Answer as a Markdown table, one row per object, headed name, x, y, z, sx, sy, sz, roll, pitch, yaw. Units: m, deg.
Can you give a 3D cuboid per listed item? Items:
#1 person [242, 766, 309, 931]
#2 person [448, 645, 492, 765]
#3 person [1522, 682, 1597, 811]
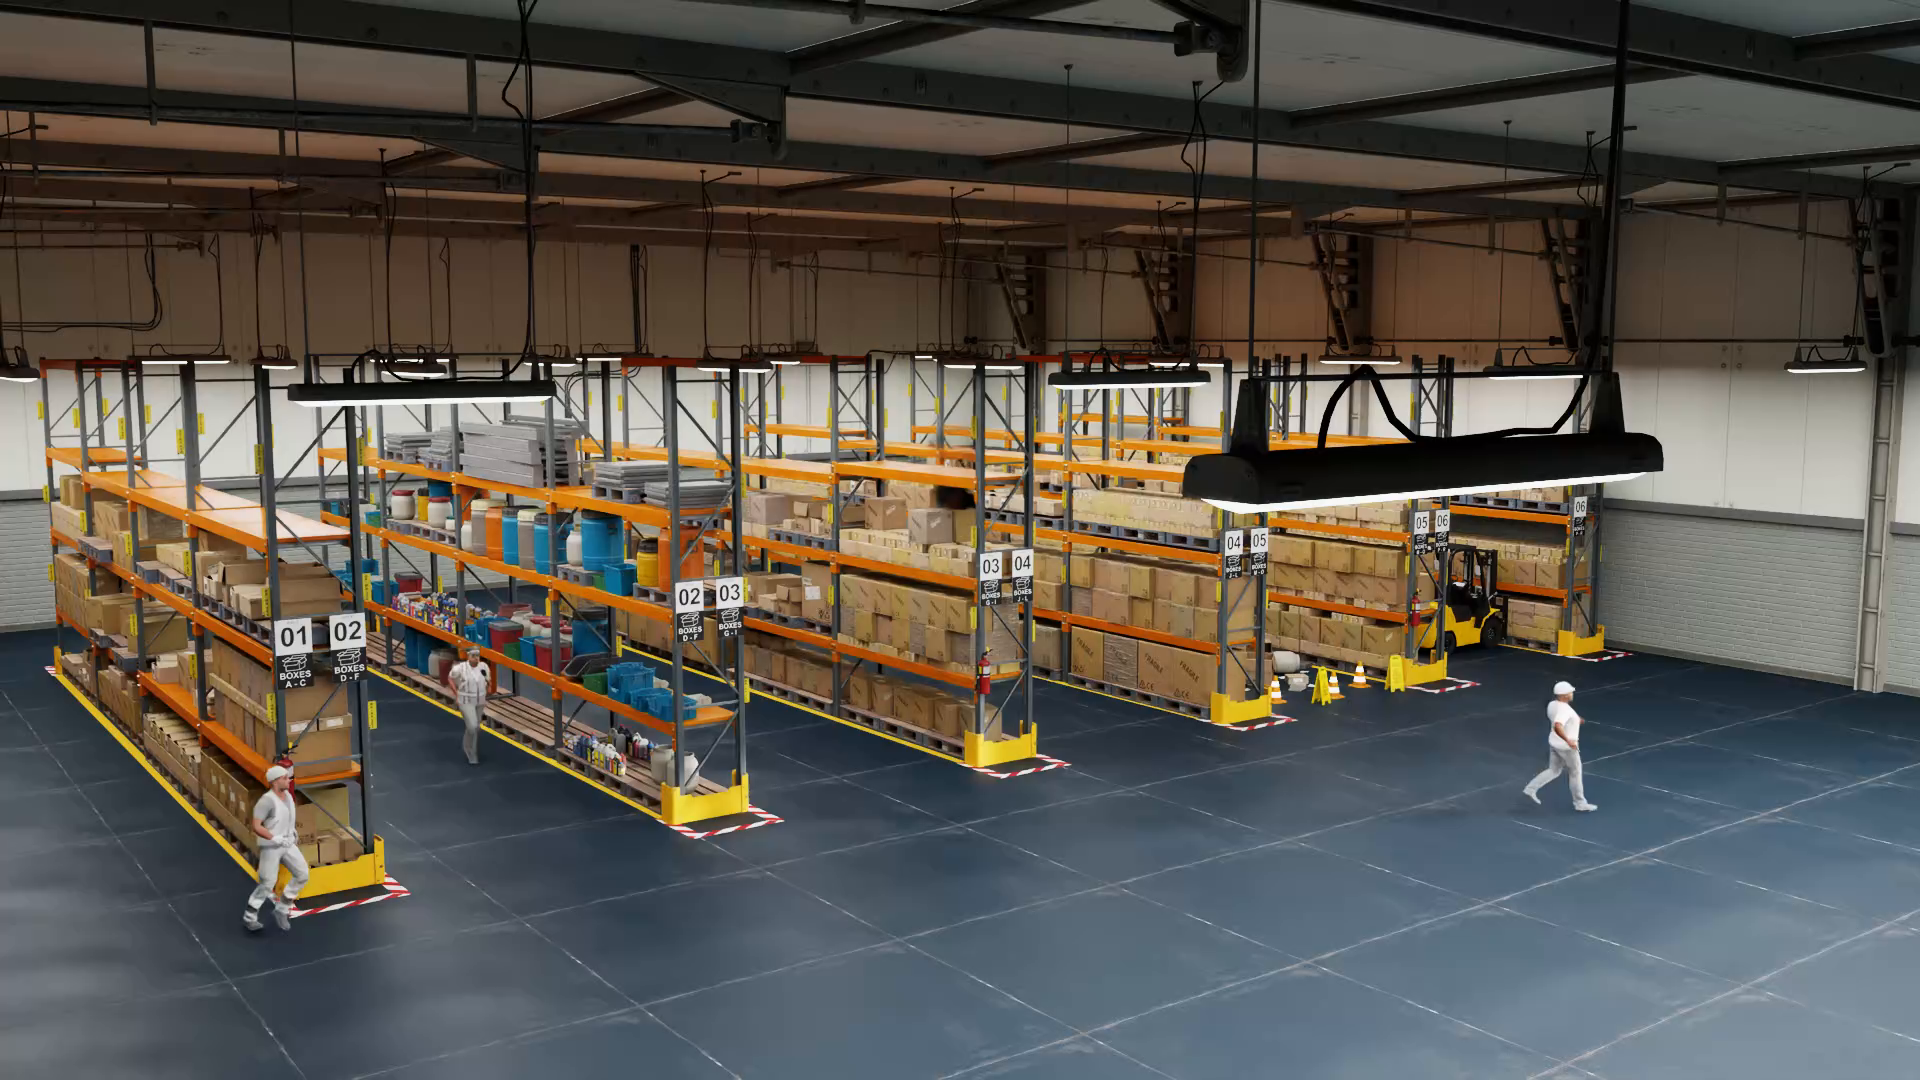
| name | x | y | z | sx | sy | sz | roll | pitch | yaw |
| --- | --- | --- | --- | --- | --- | --- | --- | --- | --- |
| person | -7.349 | 3.316 | 17.965 | 0.649 | 1.765 | 0.718 | 2 | 7 | 17 |
| person | -7.338 | 2.472 | 25.084 | 0.839 | 1.825 | 0.570 | 7 | 9 | 44 |
| person | 8.083 | 2.761 | 22.299 | 0.990 | 1.747 | 0.706 | -1 | 7 | -6 |
